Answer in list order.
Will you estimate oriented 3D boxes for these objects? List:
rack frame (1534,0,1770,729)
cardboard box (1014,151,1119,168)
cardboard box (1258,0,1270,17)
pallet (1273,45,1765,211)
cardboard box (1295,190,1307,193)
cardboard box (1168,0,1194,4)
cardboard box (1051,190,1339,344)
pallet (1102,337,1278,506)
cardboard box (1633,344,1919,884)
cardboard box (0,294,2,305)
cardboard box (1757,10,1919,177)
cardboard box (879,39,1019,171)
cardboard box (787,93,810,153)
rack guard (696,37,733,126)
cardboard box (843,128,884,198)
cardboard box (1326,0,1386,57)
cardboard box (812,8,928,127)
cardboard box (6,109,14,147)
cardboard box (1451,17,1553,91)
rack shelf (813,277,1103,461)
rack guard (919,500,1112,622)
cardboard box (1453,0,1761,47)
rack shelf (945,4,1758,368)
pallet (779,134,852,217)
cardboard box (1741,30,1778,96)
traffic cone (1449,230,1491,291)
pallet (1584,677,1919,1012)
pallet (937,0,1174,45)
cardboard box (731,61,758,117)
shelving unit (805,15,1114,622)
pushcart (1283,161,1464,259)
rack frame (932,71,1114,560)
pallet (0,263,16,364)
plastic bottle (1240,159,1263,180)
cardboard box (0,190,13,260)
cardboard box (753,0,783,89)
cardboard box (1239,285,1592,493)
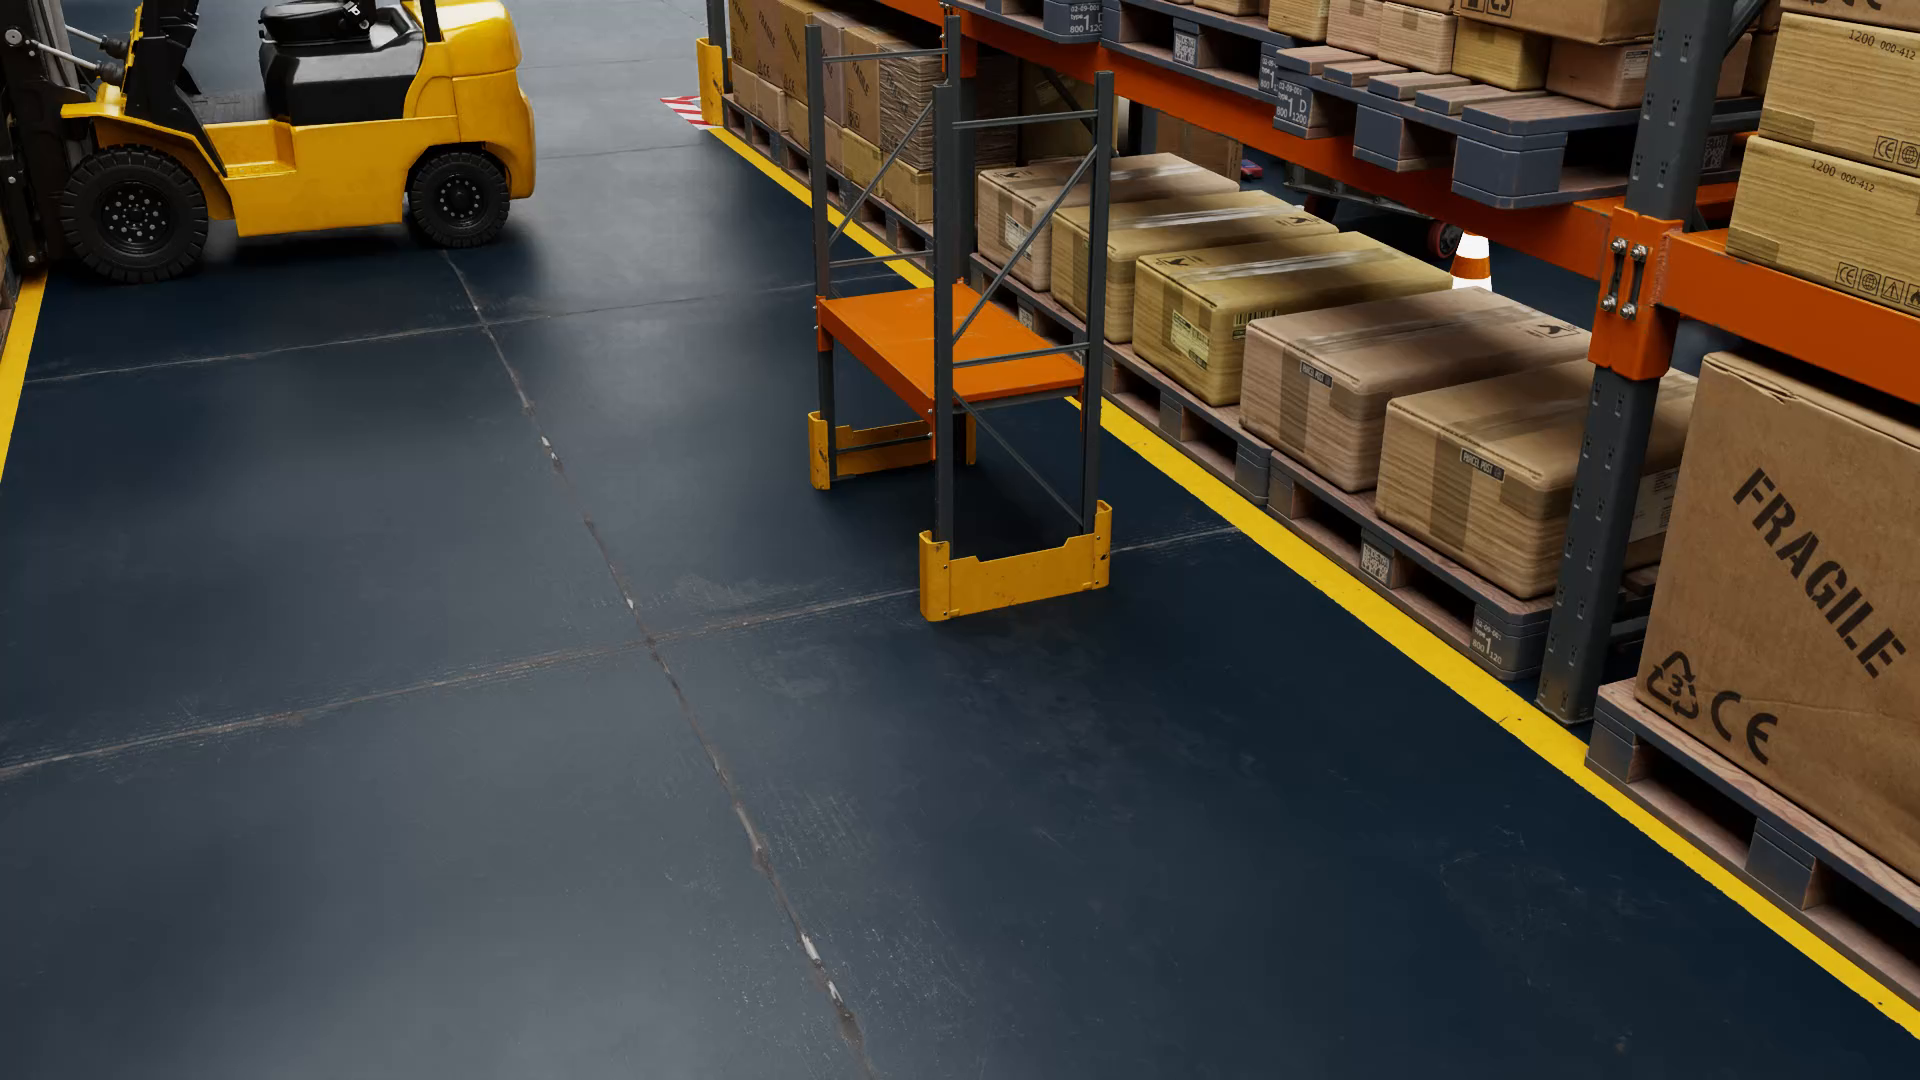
[{"bbox_3d":[1.989,-0.975,3.827,1.000,3.000,0.127,-11,28,-21],"label":"rack frame"},{"bbox_3d":[0.440,-1.827,8.229,0.500,0.250,0.500,-12,28,-23],"label":"cardboard box"},{"bbox_3d":[1.138,-1.667,5.053,0.380,0.149,0.250,-10,28,-20],"label":"cardboard box"},{"bbox_3d":[1.612,-1.158,4.421,1.213,0.211,1.003,-11,28,-21],"label":"pallet"},{"bbox_3d":[2.078,-2.059,9.163,0.396,0.266,0.258,13,29,24],"label":"cardboard box"},{"bbox_3d":[0.833,-1.857,5.442,0.380,0.149,0.250,-9,28,-19],"label":"cardboard box"},{"bbox_3d":[0.915,-1.096,6.593,0.950,0.372,0.625,-9,27,-17],"label":"cardboard box"},{"bbox_3d":[1.211,-0.529,6.093,1.003,0.211,1.213,-11,28,-21],"label":"pallet"},{"bbox_3d":[2.183,0.085,3.601,0.875,0.875,0.875,-11,28,-21],"label":"cardboard box"},{"bbox_3d":[-4.028,-0.940,6.412,0.500,0.250,0.500,-10,28,-20],"label":"cardboard box"},{"bbox_3d":[1.960,-0.885,3.245,0.500,0.250,0.500,-11,28,-21],"label":"cardboard box"},{"bbox_3d":[-0.056,-2.072,7.876,0.500,0.500,0.500,-11,28,-21],"label":"cardboard box"},{"bbox_3d":[-0.664,-2.359,9.317,0.500,0.250,0.500,-9,27,-17],"label":"cardboard box"},{"bbox_3d":[-1.114,-3.050,10.928,1.175,0.500,0.348,-11,28,-21],"label":"rack guard"},{"bbox_3d":[-0.274,-1.948,8.477,0.500,0.250,0.500,-11,28,-22],"label":"cardboard box"},{"bbox_3d":[1.242,-1.435,4.578,0.380,0.149,0.250,-12,28,-23],"label":"cardboard box"},{"bbox_3d":[-0.458,-2.483,8.717,0.500,0.500,0.500,-9,27,-18],"label":"cardboard box"},{"bbox_3d":[-4.823,-1.976,7.963,0.500,0.250,0.500,-11,28,-22],"label":"cardboard box"},{"bbox_3d":[1.473,-1.238,4.175,0.380,0.149,0.250,-10,28,-20],"label":"cardboard box"},{"bbox_3d":[-0.033,-0.547,5.070,0.538,0.185,1.000,-11,28,-21],"label":"rack shelf"},{"bbox_3d":[0.165,0.058,4.846,0.587,0.250,0.087,-11,28,-21],"label":"rack guard"},{"bbox_3d":[1.555,-1.478,3.926,0.500,0.500,0.500,-11,28,-22],"label":"cardboard box"},{"bbox_3d":[1.206,-1.459,5.639,1.077,0.370,4.000,-11,28,-21],"label":"rack shelf"},{"bbox_3d":[-0.354,-2.095,9.300,1.003,0.211,1.213,-11,28,-21],"label":"pallet"},{"bbox_3d":[2.033,-1.214,4.125,0.380,0.149,0.250,-12,29,-24],"label":"cardboard box"},{"bbox_3d":[2.196,-1.189,7.159,0.336,0.463,0.334,-11,28,-21],"label":"traffic cone"},{"bbox_3d":[2.229,0.610,3.761,1.003,0.211,1.213,-11,28,-21],"label":"pallet"},{"bbox_3d":[0.588,-2.170,6.494,1.003,0.211,1.213,-11,28,-21],"label":"pallet"},{"bbox_3d":[-1.082,-2.784,10.189,0.500,0.250,0.500,-11,28,-21],"label":"cardboard box"},{"bbox_3d":[-0.030,-0.705,4.984,0.587,1.500,1.083,-11,28,-21],"label":"shelving unit"},{"bbox_3d":[2.501,-1.823,8.554,1.648,0.377,0.936,-22,34,-38],"label":"pushcart"},{"bbox_3d":[0.166,-0.503,4.571,0.500,1.500,0.032,-11,28,-21],"label":"rack frame"},{"bbox_3d":[-4.416,-0.810,6.669,1.003,0.211,1.213,-11,28,-21],"label":"pallet"},{"bbox_3d":[1.643,-2.112,9.506,0.133,0.061,0.283,-6,27,-12],"label":"plastic bottle"},{"bbox_3d":[-4.457,-1.347,7.246,0.500,0.250,0.500,-10,28,-20],"label":"cardboard box"},{"bbox_3d":[-0.864,-2.901,9.574,0.500,0.500,0.500,-12,28,-23],"label":"cardboard box"},{"bbox_3d":[1.481,-0.509,5.390,0.950,0.372,0.625,-11,28,-22],"label":"cardboard box"}]
